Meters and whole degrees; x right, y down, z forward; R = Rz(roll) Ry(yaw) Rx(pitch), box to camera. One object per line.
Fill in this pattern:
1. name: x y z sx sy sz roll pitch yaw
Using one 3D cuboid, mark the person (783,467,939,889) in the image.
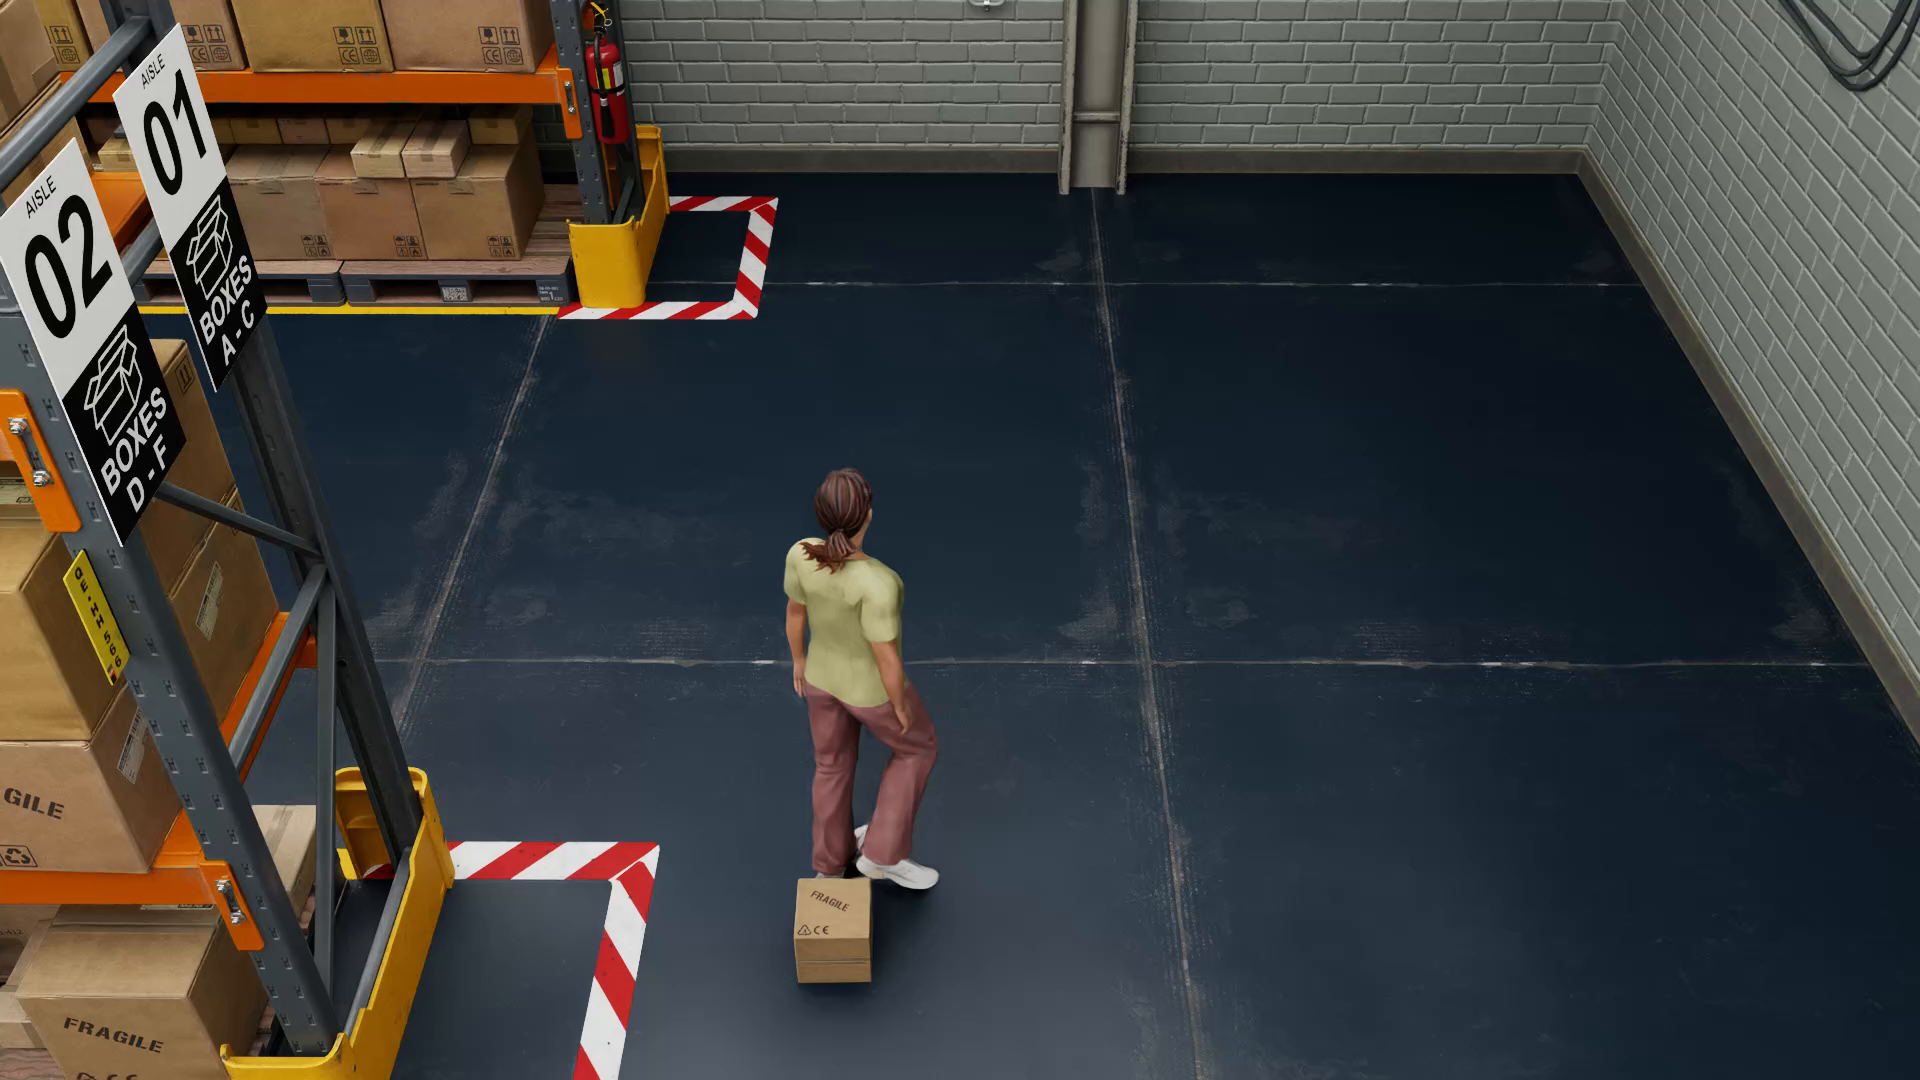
1. person: -0.332 0.502 5.518 0.576 1.661 0.447 22 45 24
